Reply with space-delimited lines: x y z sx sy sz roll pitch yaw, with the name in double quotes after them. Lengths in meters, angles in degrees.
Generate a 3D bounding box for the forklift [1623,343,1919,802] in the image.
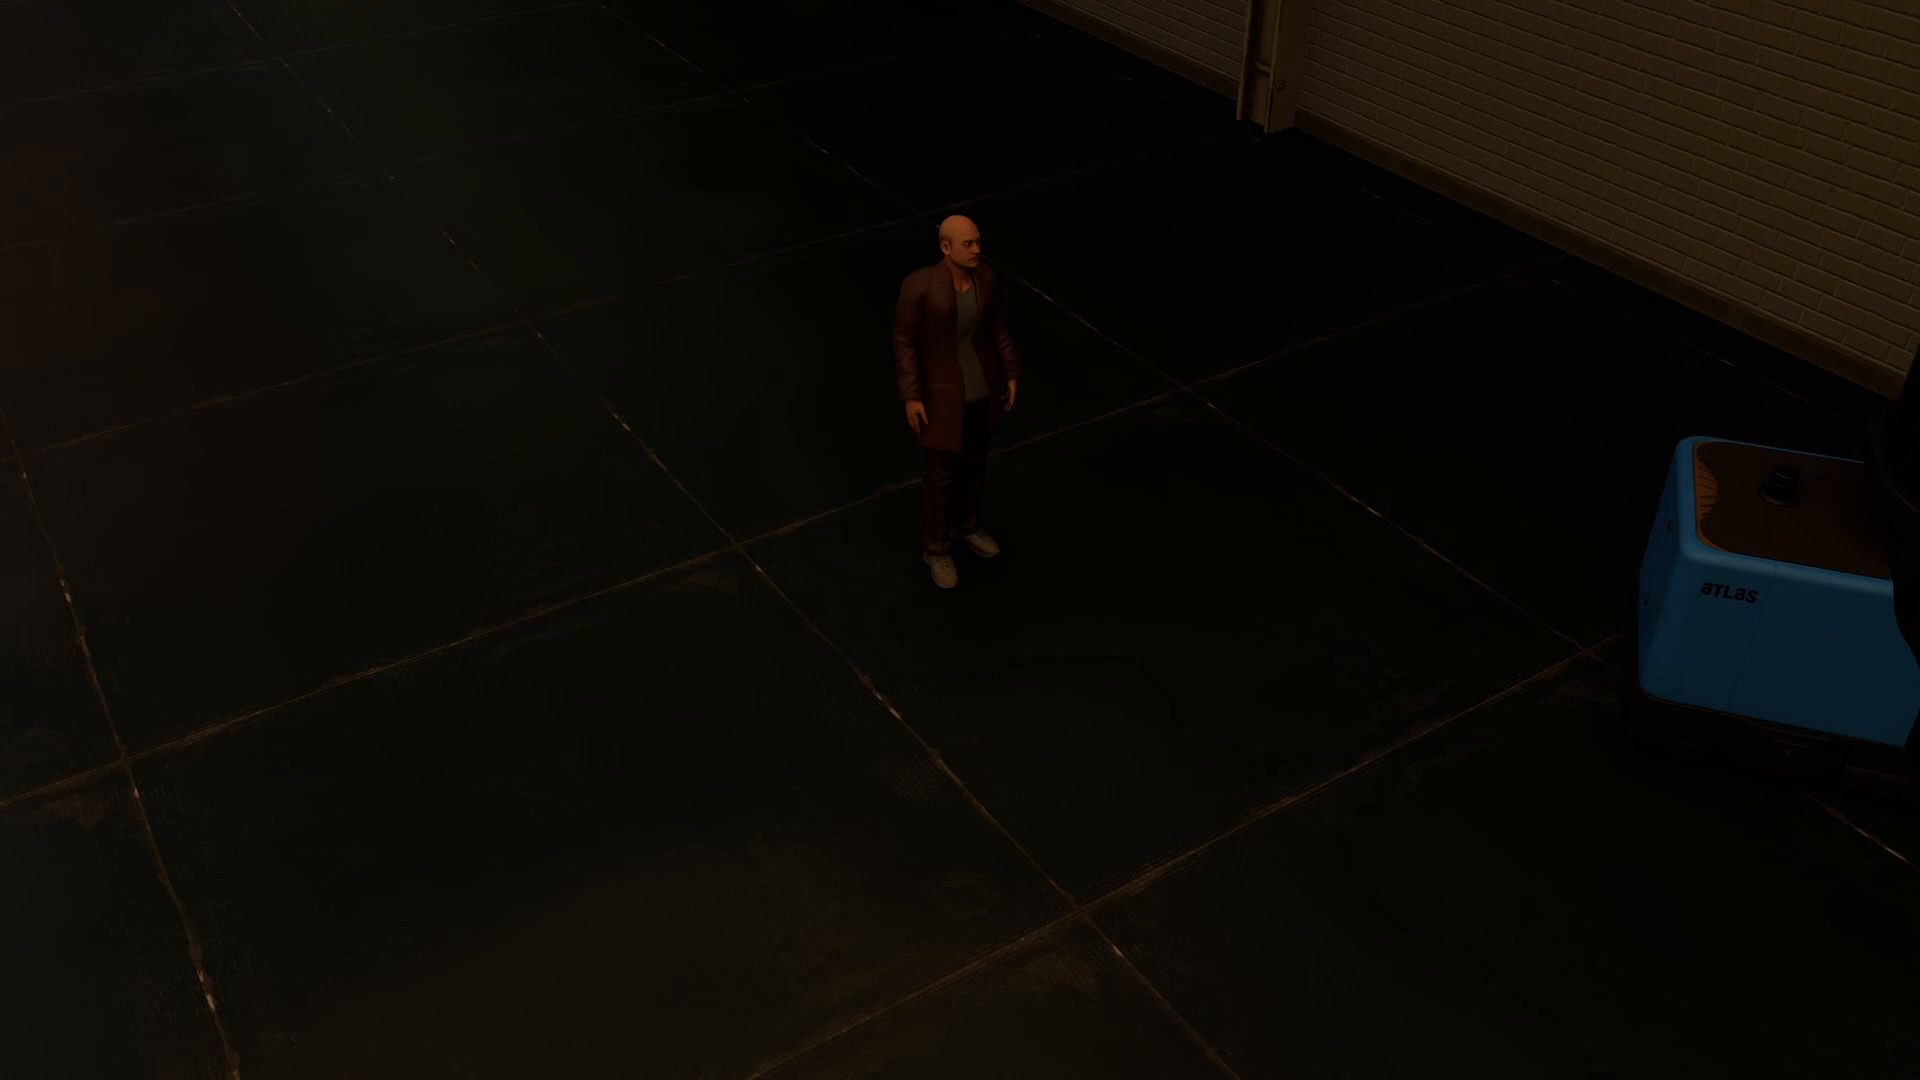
4.524 -0.276 6.541 3.031 2.935 1.130 11 37 15 "forklift"

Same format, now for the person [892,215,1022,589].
0.045 -0.688 8.117 0.696 1.776 0.582 -21 40 -27 "person"
